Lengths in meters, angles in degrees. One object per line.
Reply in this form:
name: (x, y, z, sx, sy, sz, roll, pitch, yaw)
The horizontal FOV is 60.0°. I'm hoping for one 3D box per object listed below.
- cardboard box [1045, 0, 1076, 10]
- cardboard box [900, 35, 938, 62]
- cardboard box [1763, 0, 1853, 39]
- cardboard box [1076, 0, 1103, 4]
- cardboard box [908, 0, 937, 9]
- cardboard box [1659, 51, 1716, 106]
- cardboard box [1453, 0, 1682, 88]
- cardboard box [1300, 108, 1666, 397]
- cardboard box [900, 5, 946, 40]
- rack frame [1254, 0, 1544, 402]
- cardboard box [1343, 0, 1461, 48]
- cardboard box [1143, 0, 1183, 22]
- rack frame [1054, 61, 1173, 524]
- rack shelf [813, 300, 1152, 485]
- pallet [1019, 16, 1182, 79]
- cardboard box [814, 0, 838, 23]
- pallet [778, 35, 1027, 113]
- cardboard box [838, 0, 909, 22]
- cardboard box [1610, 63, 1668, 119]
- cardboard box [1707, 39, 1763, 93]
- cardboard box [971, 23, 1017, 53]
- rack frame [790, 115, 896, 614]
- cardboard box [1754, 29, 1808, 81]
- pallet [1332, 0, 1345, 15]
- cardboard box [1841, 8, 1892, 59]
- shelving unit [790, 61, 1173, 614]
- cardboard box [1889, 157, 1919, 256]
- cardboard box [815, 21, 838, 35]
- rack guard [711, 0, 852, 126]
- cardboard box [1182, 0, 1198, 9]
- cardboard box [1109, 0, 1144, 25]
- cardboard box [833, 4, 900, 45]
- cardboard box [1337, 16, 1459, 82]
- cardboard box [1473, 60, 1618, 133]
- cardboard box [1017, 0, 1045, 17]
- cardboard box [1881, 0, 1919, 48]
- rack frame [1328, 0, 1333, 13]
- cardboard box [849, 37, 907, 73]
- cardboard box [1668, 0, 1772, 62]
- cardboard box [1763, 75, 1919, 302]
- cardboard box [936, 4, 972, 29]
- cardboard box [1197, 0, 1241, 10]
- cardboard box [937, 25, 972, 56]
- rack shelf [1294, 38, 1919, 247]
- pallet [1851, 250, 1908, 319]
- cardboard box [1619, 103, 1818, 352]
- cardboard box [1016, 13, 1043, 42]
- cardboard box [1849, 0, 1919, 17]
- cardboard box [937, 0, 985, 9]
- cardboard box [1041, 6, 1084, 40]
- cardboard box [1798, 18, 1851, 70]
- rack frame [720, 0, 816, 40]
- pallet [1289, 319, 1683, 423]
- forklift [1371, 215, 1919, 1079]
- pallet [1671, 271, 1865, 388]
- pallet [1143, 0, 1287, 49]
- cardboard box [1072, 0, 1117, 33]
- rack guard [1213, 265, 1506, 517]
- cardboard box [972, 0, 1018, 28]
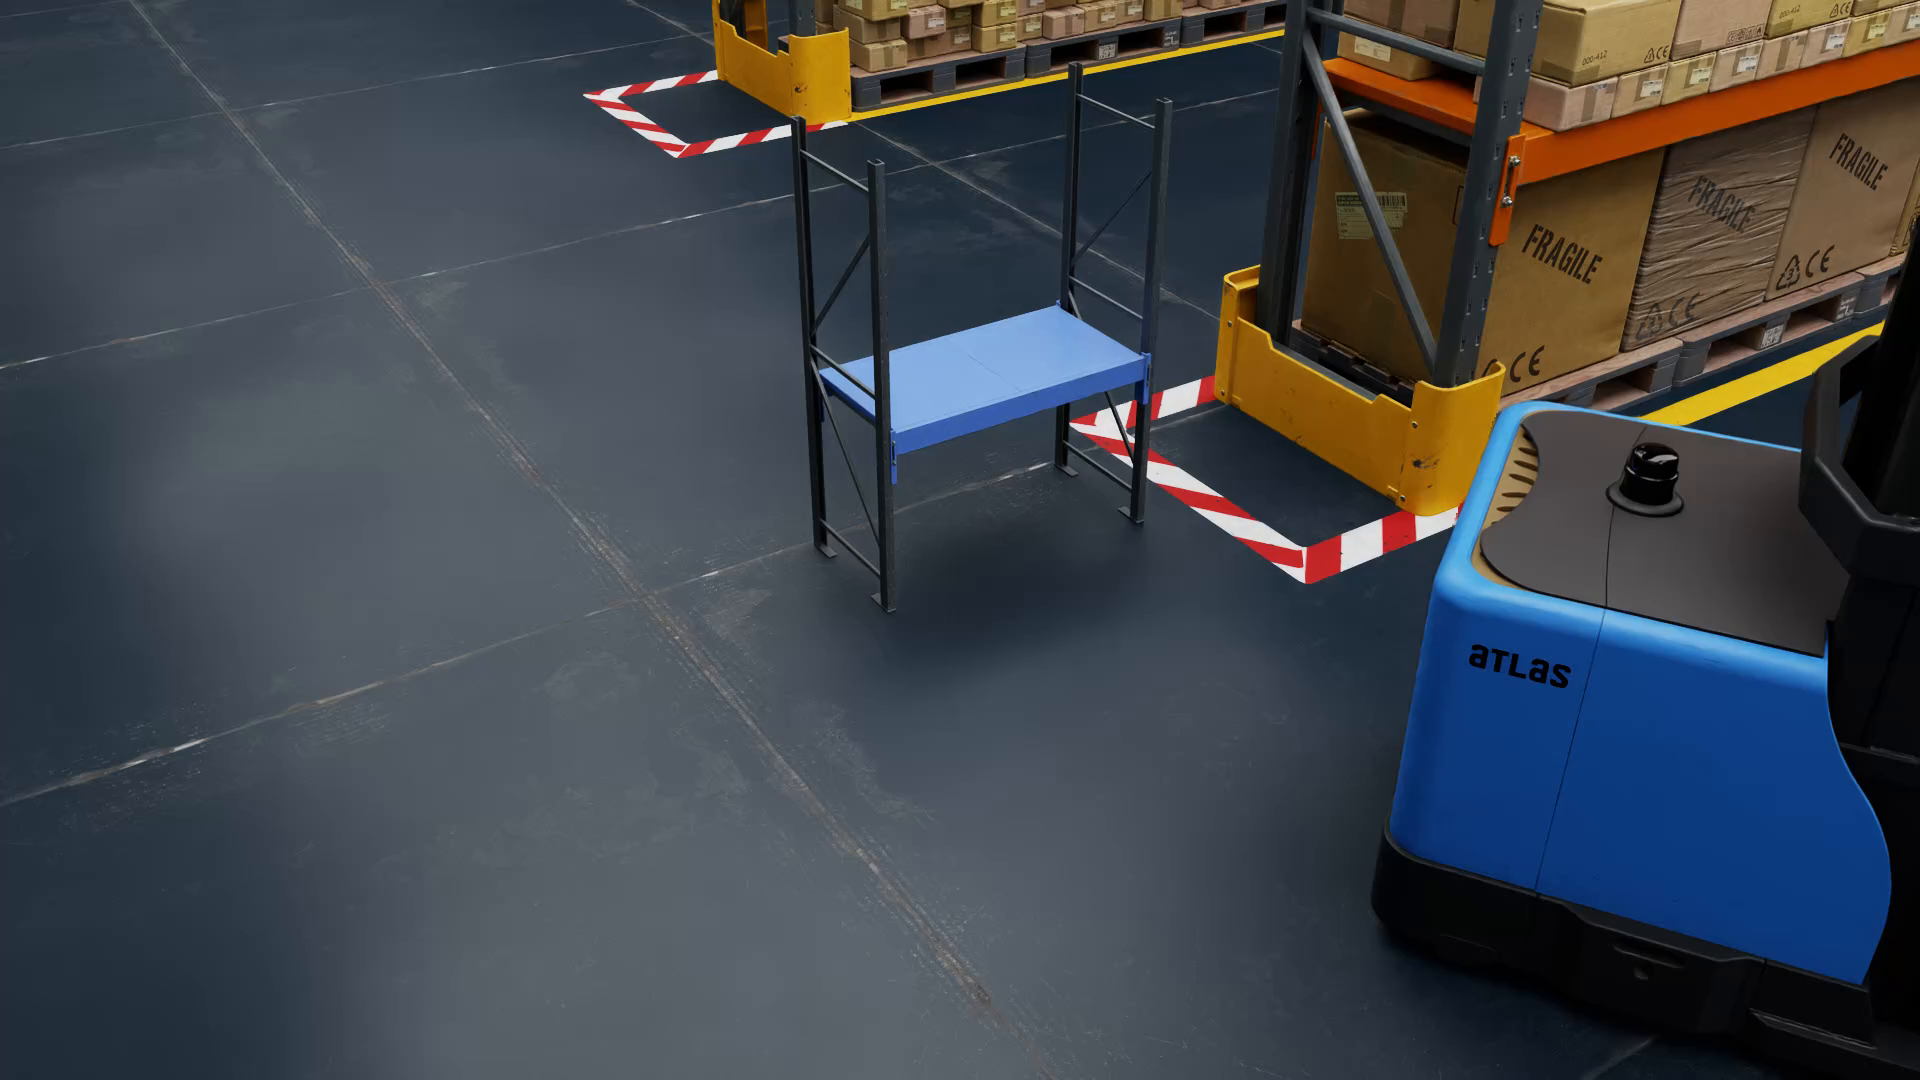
cardboard box: (0.521, -3.450, 10.407, 0.250, 0.149, 0.380, -17, 36, -25)
cardboard box: (-0.339, -3.002, 9.976, 0.250, 0.149, 0.380, -19, 37, -27)
cardboard box: (2.881, -2.033, 6.024, 0.500, 0.250, 0.500, -20, 38, -29)
cardboard box: (0.754, -3.524, 10.524, 0.250, 0.149, 0.380, -17, 36, -25)
cardboard box: (-0.337, -3.266, 9.837, 0.250, 0.149, 0.380, -18, 37, -26)
cardboard box: (2.381, -1.654, 5.796, 0.250, 0.149, 0.380, -20, 37, -28)
cardboard box: (2.024, -1.736, 5.553, 0.500, 0.250, 0.500, -20, 37, -28)
cardboard box: (1.969, -1.156, 6.369, 0.875, 0.875, 0.875, -19, 37, -27)
cardboard box: (-0.288, -3.098, 9.849, 0.250, 0.149, 0.380, -19, 37, -27)
rack frame: (1.474, -1.656, 5.564, 0.127, 3.000, 1.000, -19, 37, -27)
cardboard box: (1.738, -1.978, 5.936, 0.500, 0.250, 0.500, -20, 37, -28)
cardboard box: (1.219, -3.473, 10.722, 0.250, 0.149, 0.380, -19, 37, -27)
rack frame: (0.499, -0.806, 5.622, 0.032, 1.500, 0.500, -19, 37, -27)
rack shelf: (0.072, -0.507, 5.485, 1.000, 0.185, 0.538, -19, 37, -27)
pallet: (0.662, -3.322, 10.818, 1.213, 0.211, 1.003, -19, 37, -27)
cardboard box: (-0.839, -3.288, 10.151, 0.250, 0.149, 0.380, -20, 37, -29)
pallet: (-0.363, -2.971, 10.263, 1.213, 0.211, 1.003, -19, 37, -27)
cardboard box: (-0.504, -3.132, 9.625, 0.250, 0.149, 0.380, -21, 38, -29)
cardboard box: (2.166, -1.580, 5.678, 0.250, 0.149, 0.380, -20, 37, -28)
cardboard box: (2.600, -1.730, 5.916, 0.250, 0.149, 0.380, -20, 37, -28)
cardboard box: (0.140, -3.102, 10.134, 0.250, 0.149, 0.380, -18, 37, -27)
rack frame: (-0.356, -0.512, 5.156, 0.032, 1.500, 0.500, -19, 37, -27)
cardboard box: (2.814, -1.803, 6.032, 0.250, 0.149, 0.380, -20, 37, -28)
pallet: (2.887, -4.112, 12.071, 1.213, 0.211, 1.003, -19, 37, -27)
cardboard box: (3.243, -1.950, 6.265, 0.250, 0.149, 0.380, -20, 37, -28)
shelving unit: (0.072, -0.659, 5.389, 1.048, 1.500, 0.538, -19, 37, -27)
cardboard box: (4.238, -1.937, 7.607, 0.875, 0.875, 0.875, -19, 37, -27)
cardboard box: (-0.799, -3.127, 10.175, 0.250, 0.149, 0.380, -18, 37, -26)
rack guard: (-1.065, -2.875, 9.838, 0.348, 0.500, 1.175, -19, 37, -27)
cardboard box: (1.351, -3.607, 10.935, 0.250, 0.149, 0.380, -20, 37, -28)
cardboard box: (0.963, -3.427, 10.650, 0.250, 0.149, 0.380, -18, 37, -26)
cardboard box: (-0.549, -3.044, 9.763, 0.250, 0.149, 0.380, -17, 36, -25)
cardboard box: (1.595, -1.801, 6.029, 0.250, 0.149, 0.380, -18, 37, -26)
cardboard box: (1.951, -1.505, 5.559, 0.250, 0.149, 0.380, -19, 37, -27)
cardboard box: (0.316, -3.353, 10.253, 0.250, 0.149, 0.380, -21, 38, -29)
cardboard box: (3.463, -2.027, 6.387, 0.250, 0.149, 0.380, -18, 37, -27)
rack frame: (2.234, -5.066, 10.970, 0.127, 3.000, 1.000, -19, 37, -27)
cardboard box: (-0.515, -2.890, 9.798, 0.250, 0.149, 0.380, -18, 37, -26)
cardboard box: (2.457, -1.890, 5.796, 0.500, 0.250, 0.500, -19, 37, -28)
cardboard box: (3.481, -1.677, 7.194, 0.875, 0.875, 0.875, -19, 37, -27)
cardboard box: (-0.130, -3.208, 10.024, 0.250, 0.149, 0.380, -18, 37, -27)
cardboard box: (1.638, -3.629, 10.970, 0.250, 0.149, 0.380, -20, 38, -29)
cardboard box: (-0.134, -3.077, 10.095, 0.250, 0.149, 0.380, -19, 37, -27)
rack shelf: (3.155, -1.930, 6.673, 4.000, 0.370, 1.077, -19, 37, -27)
pallet: (4.155, -1.449, 7.849, 1.213, 0.211, 1.003, -19, 37, -27)
cardboard box: (2.733, -1.419, 6.786, 0.875, 0.875, 0.875, -19, 37, -27)
cardboard box: (0.303, -3.218, 10.318, 0.250, 0.149, 0.380, -19, 37, -27)
cardboard box: (3.317, -2.187, 6.266, 0.500, 0.250, 0.500, -20, 37, -28)
cardboard box: (-0.056, -3.281, 9.861, 0.250, 0.149, 0.380, -19, 37, -27)
cardboard box: (0.560, -3.251, 10.371, 0.250, 0.149, 0.380, -21, 38, -30)
cardboard box: (3.031, -1.878, 6.150, 0.250, 0.149, 0.380, -19, 37, -28)
rack frame: (-1.128, -3.910, 9.137, 0.127, 3.000, 1.000, -19, 37, -27)
pallet: (2.104, -0.743, 6.730, 1.213, 0.211, 1.003, -19, 37, -27)
forklift: (2.590, -0.151, 3.242, 3.031, 2.935, 1.130, 14, 35, 21)
pallet: (3.128, -1.094, 7.286, 1.213, 0.211, 1.003, -19, 37, -27)
pallet: (1.688, -3.677, 11.381, 1.213, 0.211, 1.003, -19, 37, -27)
cardboard box: (0.778, -3.343, 10.516, 0.250, 0.149, 0.380, -19, 37, -27)
rack guard: (1.454, -0.592, 6.220, 0.348, 0.500, 1.175, -19, 37, -27)
cardboard box: (0.144, -3.234, 10.064, 0.250, 0.149, 0.380, -18, 36, -26)
